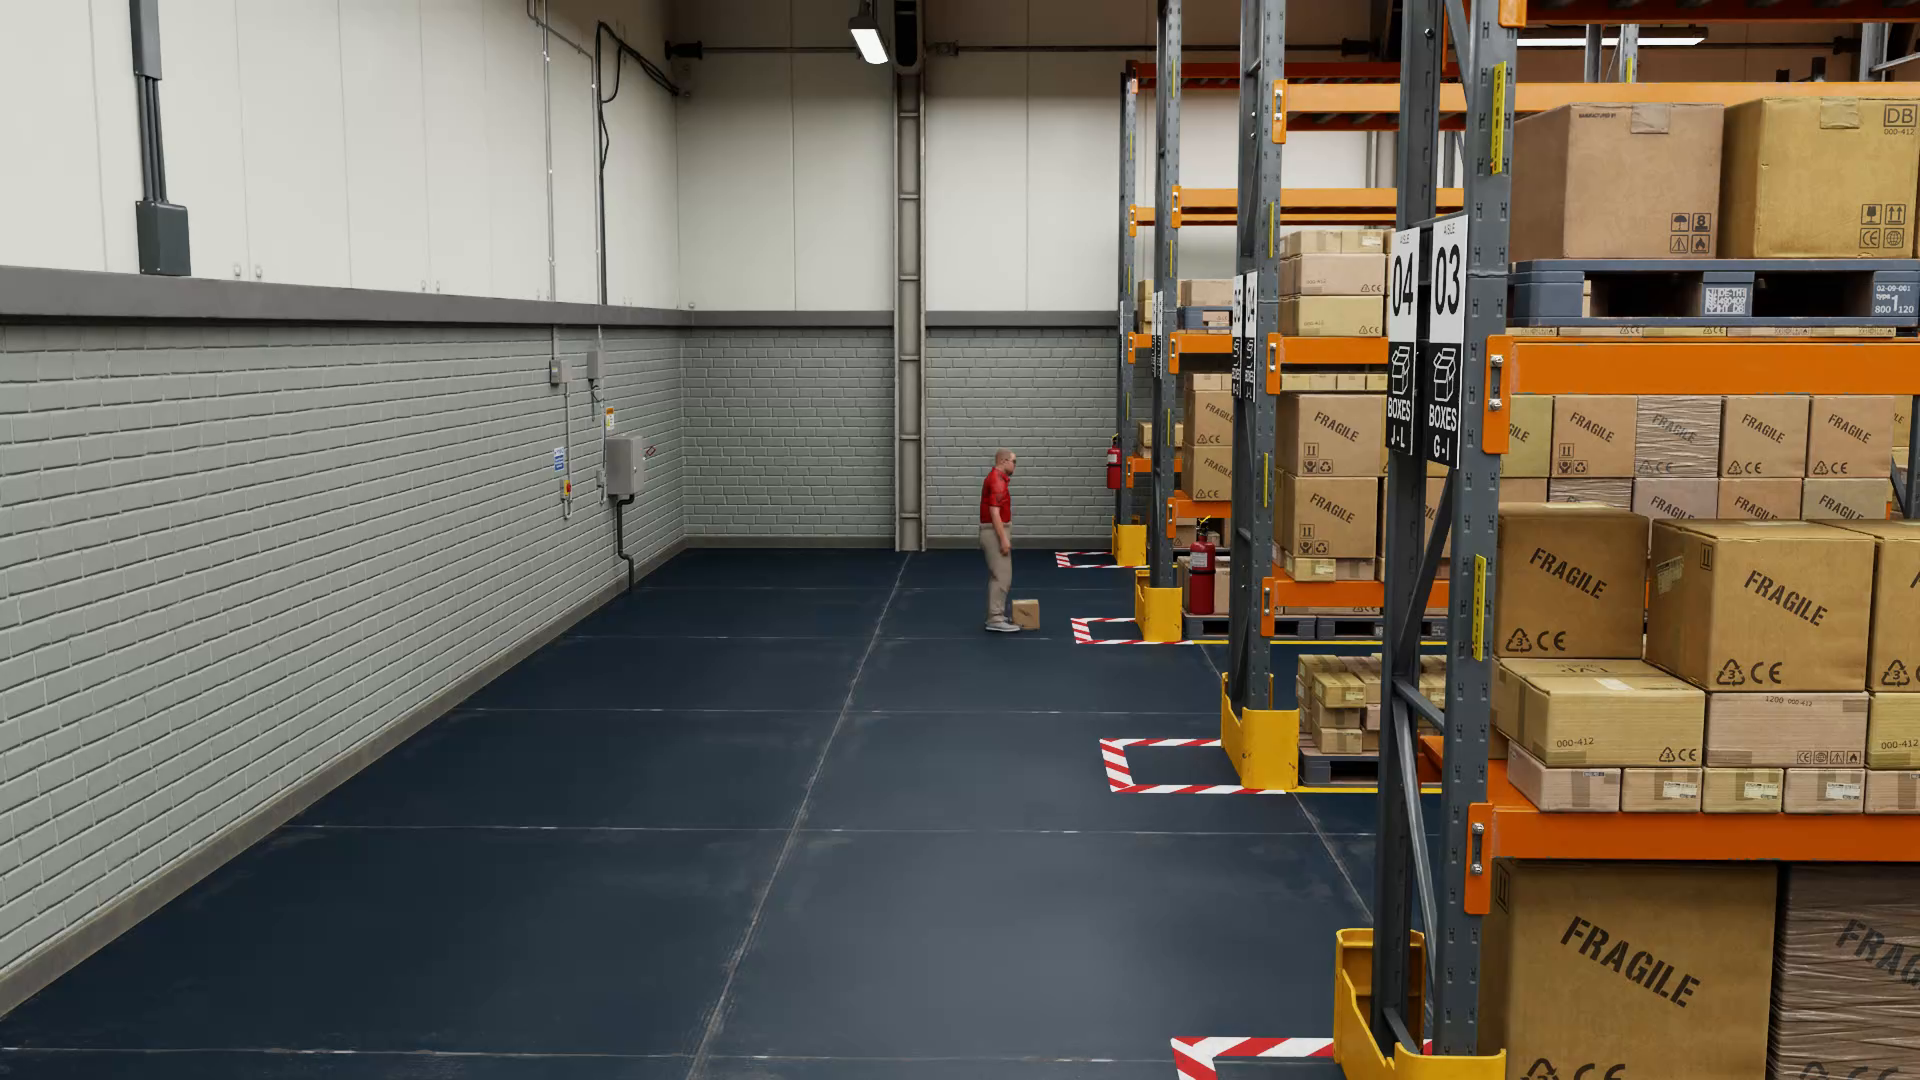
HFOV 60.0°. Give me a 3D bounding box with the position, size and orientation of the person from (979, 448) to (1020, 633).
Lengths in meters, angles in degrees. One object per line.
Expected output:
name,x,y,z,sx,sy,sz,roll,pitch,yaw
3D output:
person,0.374,-0.012,15.913,0.390,1.727,0.578,0,7,-1
